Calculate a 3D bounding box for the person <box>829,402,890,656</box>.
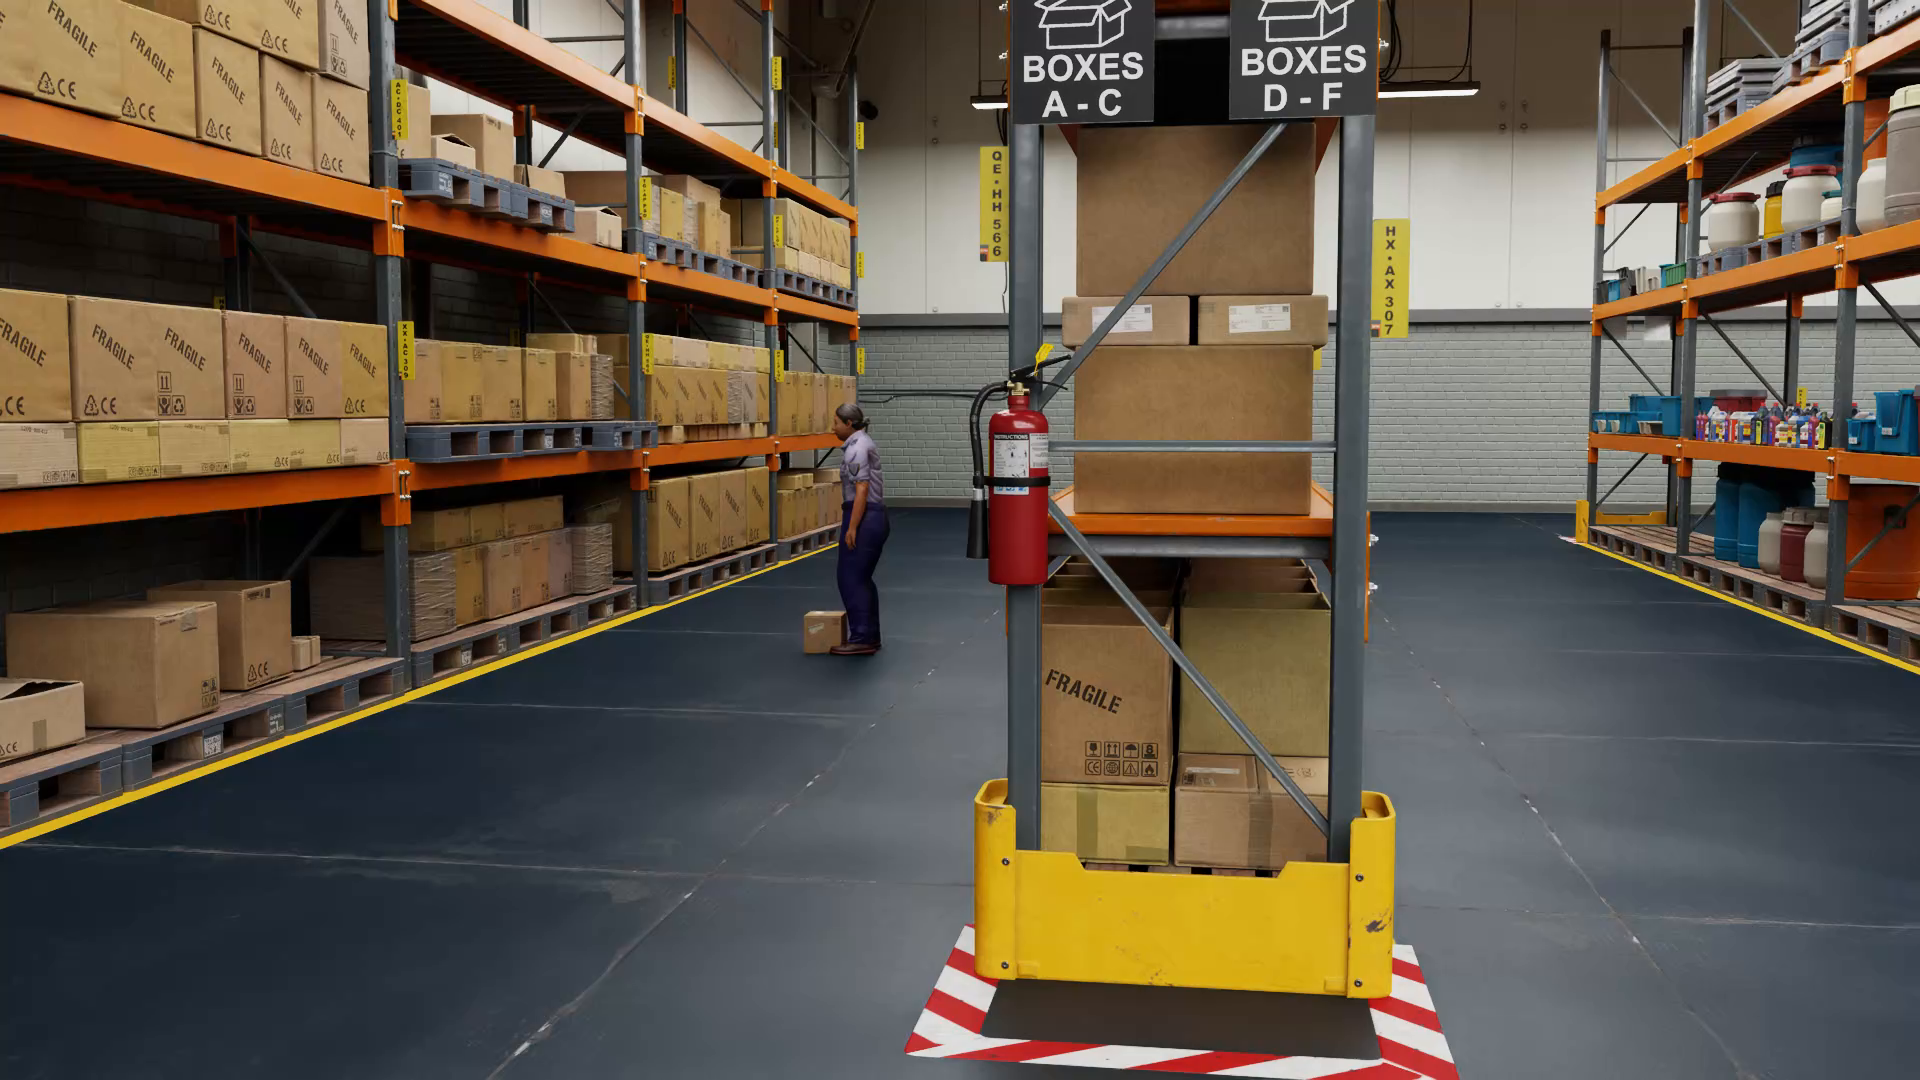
[{"bbox_3d":[-0.658,-0.081,10.976,0.369,1.650,0.550,0,5,6],"label":"person"}]
